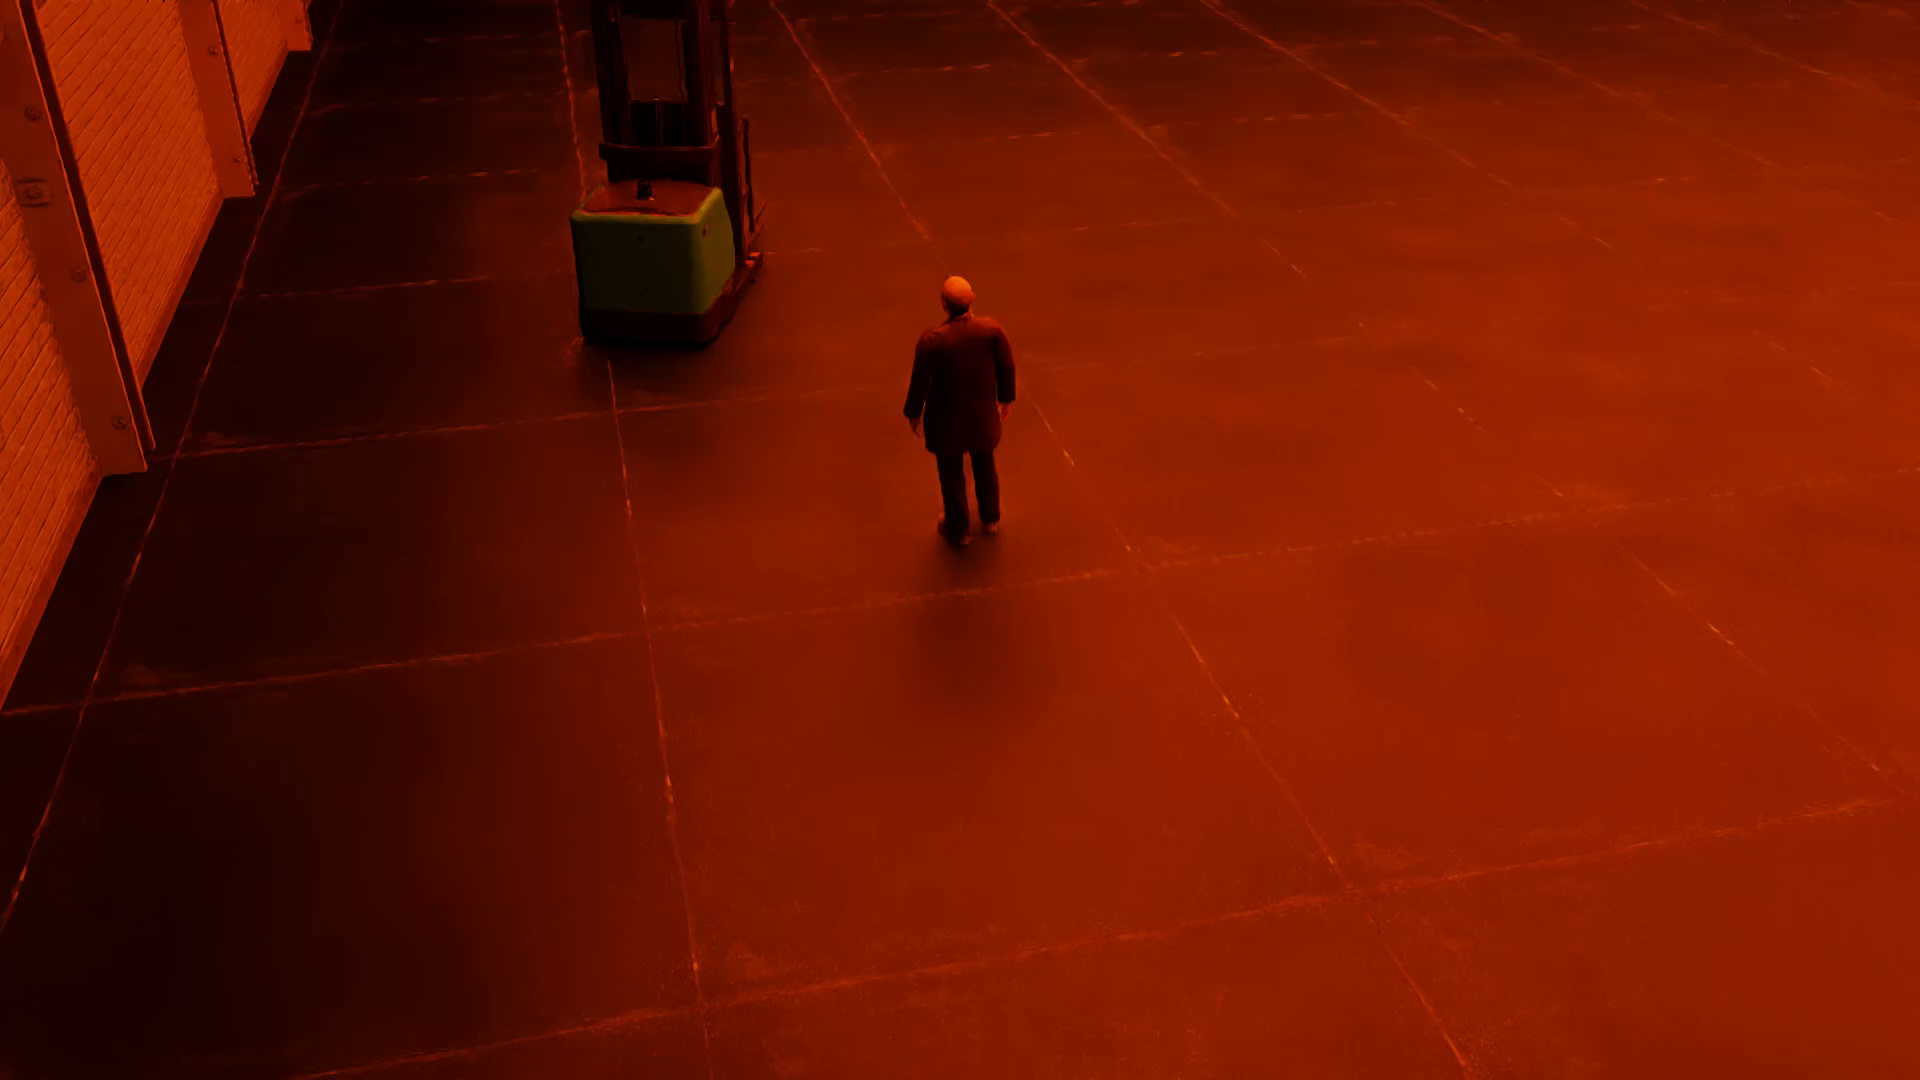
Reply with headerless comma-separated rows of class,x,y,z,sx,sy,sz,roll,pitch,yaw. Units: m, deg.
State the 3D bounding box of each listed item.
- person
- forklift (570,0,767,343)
person,-0.017,-0.822,10.131,0.694,1.776,0.575,-7,31,-12
forklift,-2.319,-3.529,13.671,1.130,2.935,3.031,3,30,6
